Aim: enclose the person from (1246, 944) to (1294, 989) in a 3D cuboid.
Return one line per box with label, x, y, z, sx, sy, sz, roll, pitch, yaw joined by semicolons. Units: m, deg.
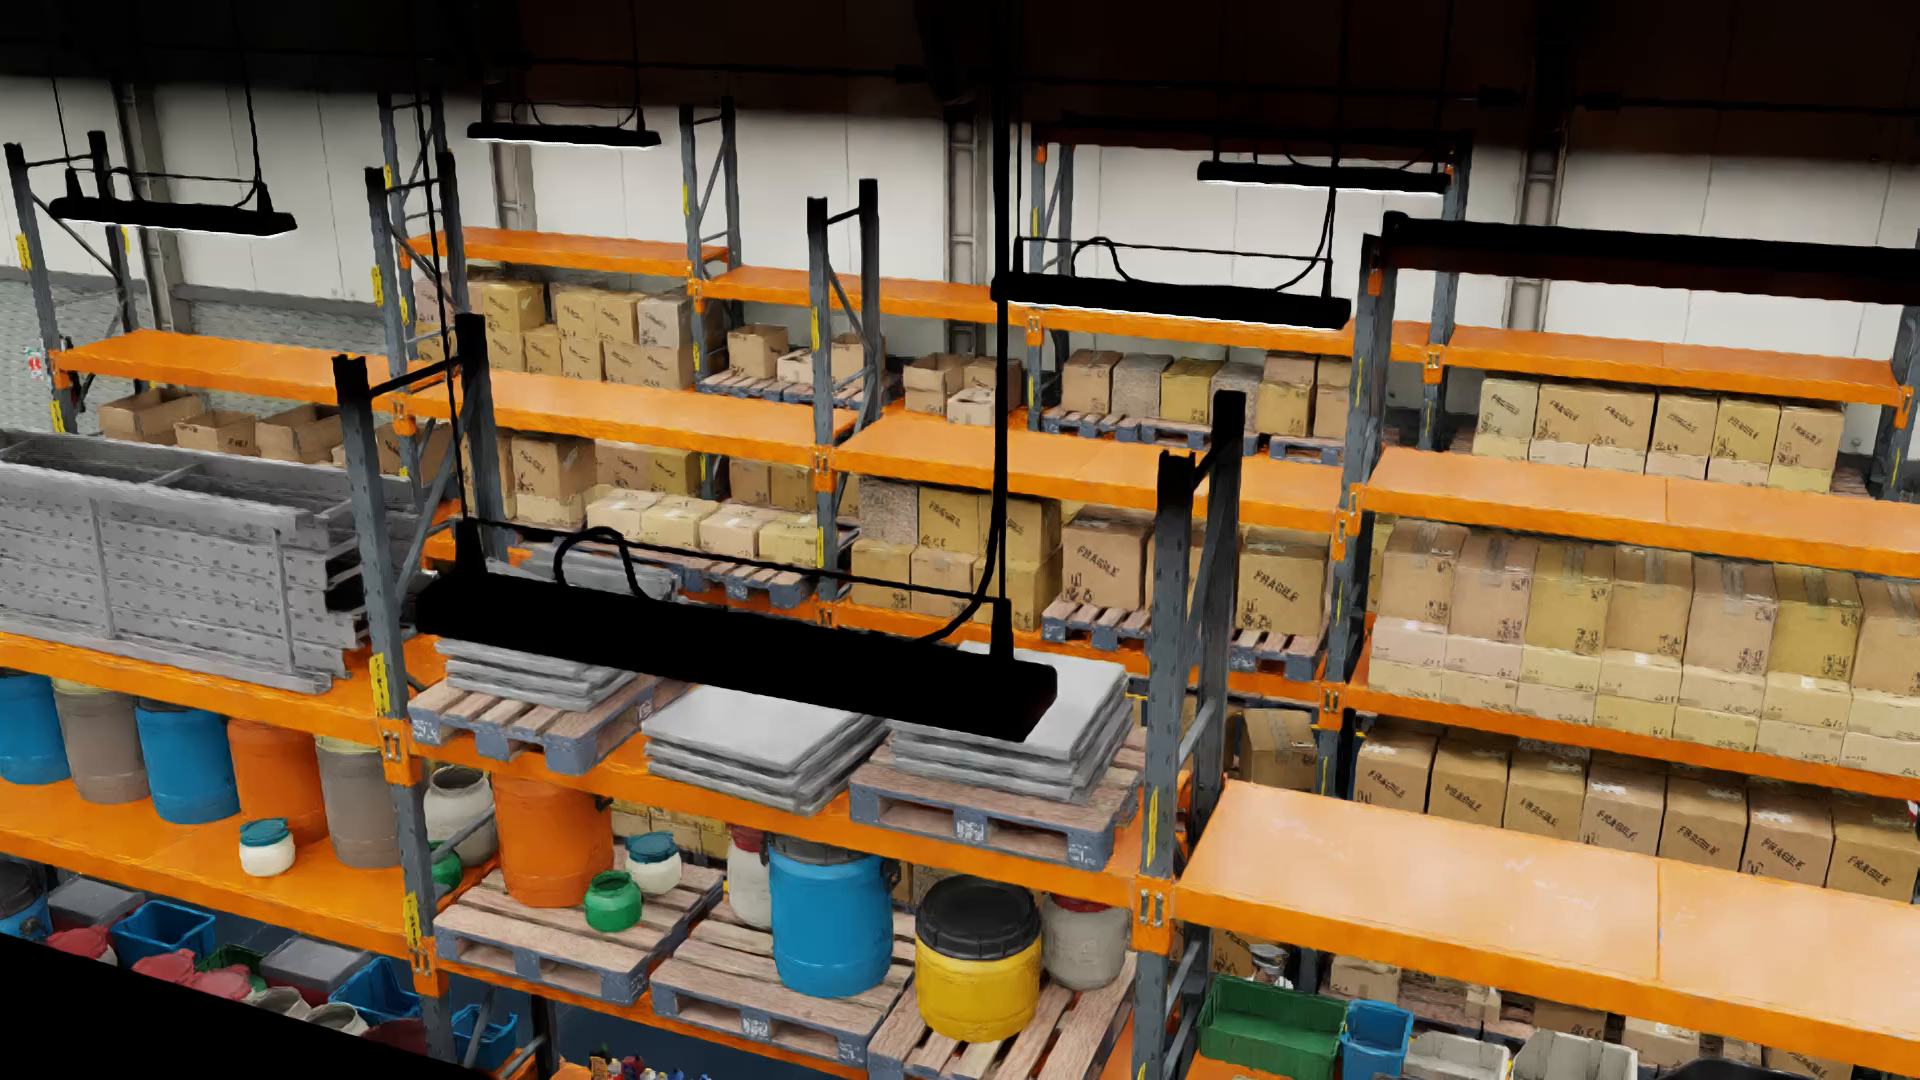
person;1.993;3.422;11.002;0.545;1.680;0.436;0;21;1
